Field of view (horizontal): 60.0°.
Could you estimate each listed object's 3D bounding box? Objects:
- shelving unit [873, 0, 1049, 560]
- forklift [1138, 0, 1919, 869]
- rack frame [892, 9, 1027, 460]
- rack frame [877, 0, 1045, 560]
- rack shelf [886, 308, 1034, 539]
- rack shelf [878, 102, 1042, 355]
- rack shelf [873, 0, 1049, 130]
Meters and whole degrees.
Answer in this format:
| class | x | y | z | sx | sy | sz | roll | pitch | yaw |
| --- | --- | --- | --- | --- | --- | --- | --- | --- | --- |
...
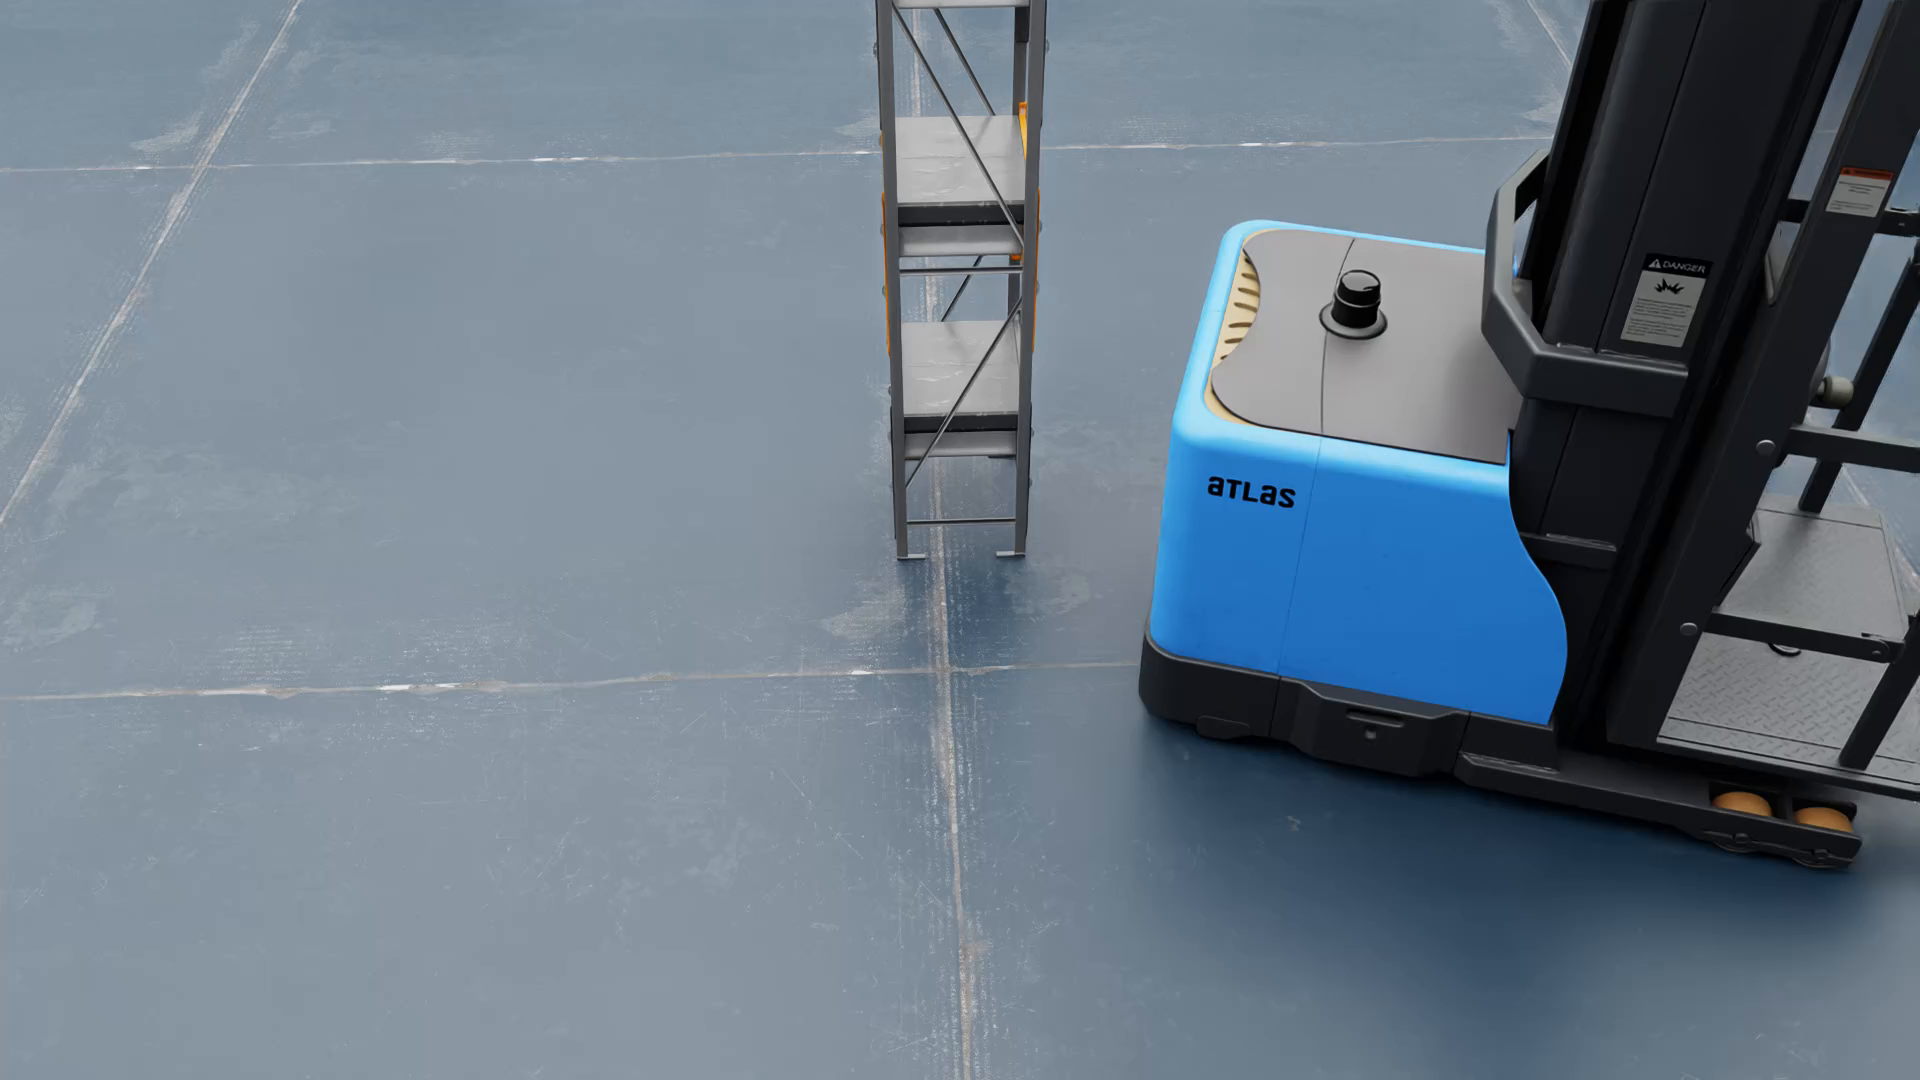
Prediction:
| class | x | y | z | sx | sy | sz | roll | pitch | yaw |
| --- | --- | --- | --- | --- | --- | --- | --- | --- | --- |
| shelving unit | -0.007 | -0.886 | 4.662 | 0.431 | 2.100 | 0.503 | -2 | 43 | -2 |
| forklift | 2.077 | -0.630 | 3.768 | 3.031 | 2.935 | 1.130 | 10 | 43 | 11 |
| rack frame | -0.017 | -1.051 | 4.842 | 0.400 | 2.100 | 0.015 | -2 | 43 | -2 |
| rack frame | 0.003 | -0.721 | 4.483 | 0.400 | 2.100 | 0.015 | -2 | 43 | -2 |
| rack shelf | -0.007 | -0.360 | 5.145 | 0.431 | 0.518 | 0.480 | -2 | 43 | -2 |
| rack shelf | -0.007 | -0.876 | 4.672 | 0.431 | 0.518 | 0.480 | -2 | 43 | -2 |
| rack shelf | -0.007 | -1.392 | 4.199 | 0.431 | 0.518 | 0.480 | -2 | 43 | -2 |
